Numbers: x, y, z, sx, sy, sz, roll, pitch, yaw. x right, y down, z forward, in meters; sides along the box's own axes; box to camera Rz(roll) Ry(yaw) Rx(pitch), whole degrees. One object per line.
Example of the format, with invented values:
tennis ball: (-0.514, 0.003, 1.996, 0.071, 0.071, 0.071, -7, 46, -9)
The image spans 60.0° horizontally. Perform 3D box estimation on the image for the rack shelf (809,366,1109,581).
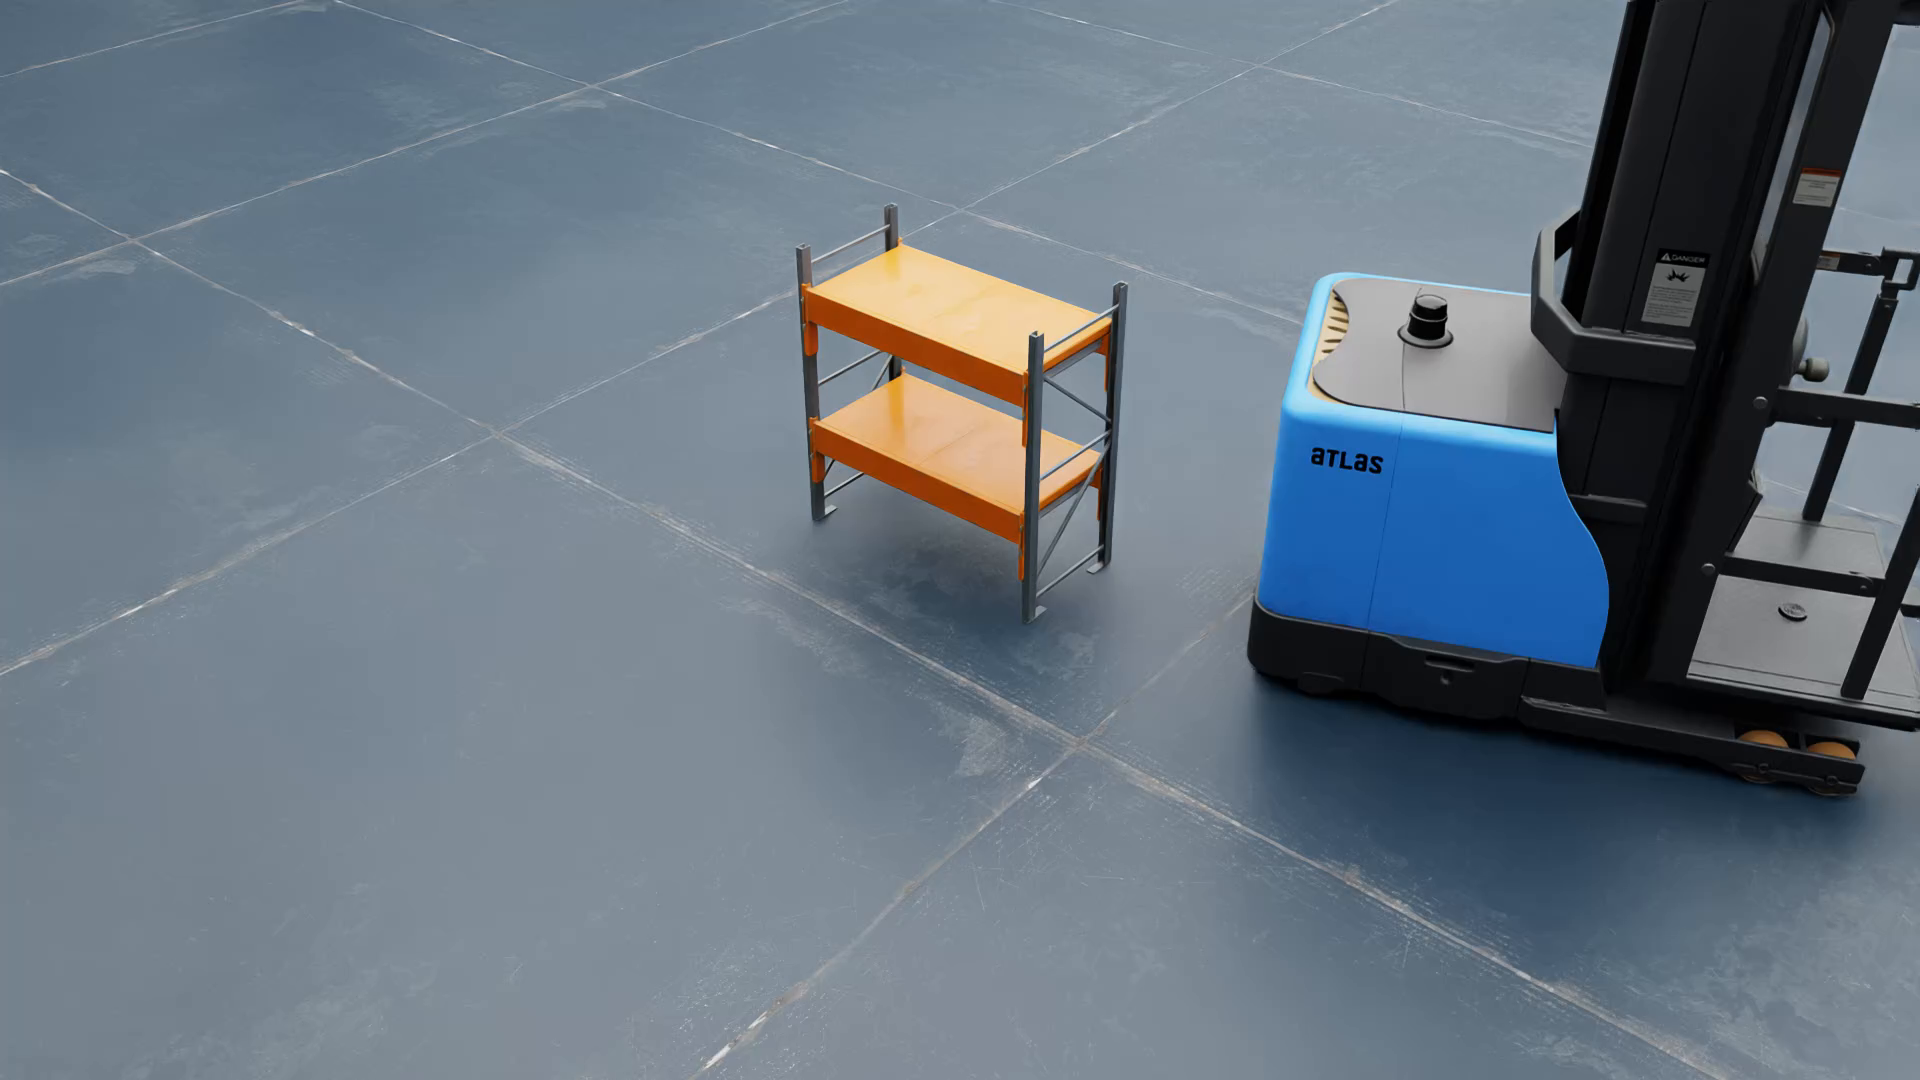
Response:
rack shelf: (-0.005, -0.265, 6.074, 1.000, 0.278, 0.538, 25, 42, 32)

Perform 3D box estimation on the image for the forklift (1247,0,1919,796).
forklift: (2.534, -0.759, 4.767, 3.031, 2.935, 1.130, 10, 36, 14)

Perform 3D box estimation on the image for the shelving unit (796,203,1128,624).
shelving unit: (-0.005, -0.466, 5.935, 1.048, 1.125, 0.538, 25, 42, 32)

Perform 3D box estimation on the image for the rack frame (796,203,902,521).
rack frame: (-0.396, -0.650, 6.203, 0.032, 1.125, 0.500, 25, 42, 32)

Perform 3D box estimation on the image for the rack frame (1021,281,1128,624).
rack frame: (0.385, -0.282, 5.667, 0.032, 1.125, 0.500, 25, 42, 32)

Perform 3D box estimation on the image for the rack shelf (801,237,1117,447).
rack shelf: (-0.005, -0.707, 5.769, 1.000, 0.278, 0.538, 25, 42, 32)
